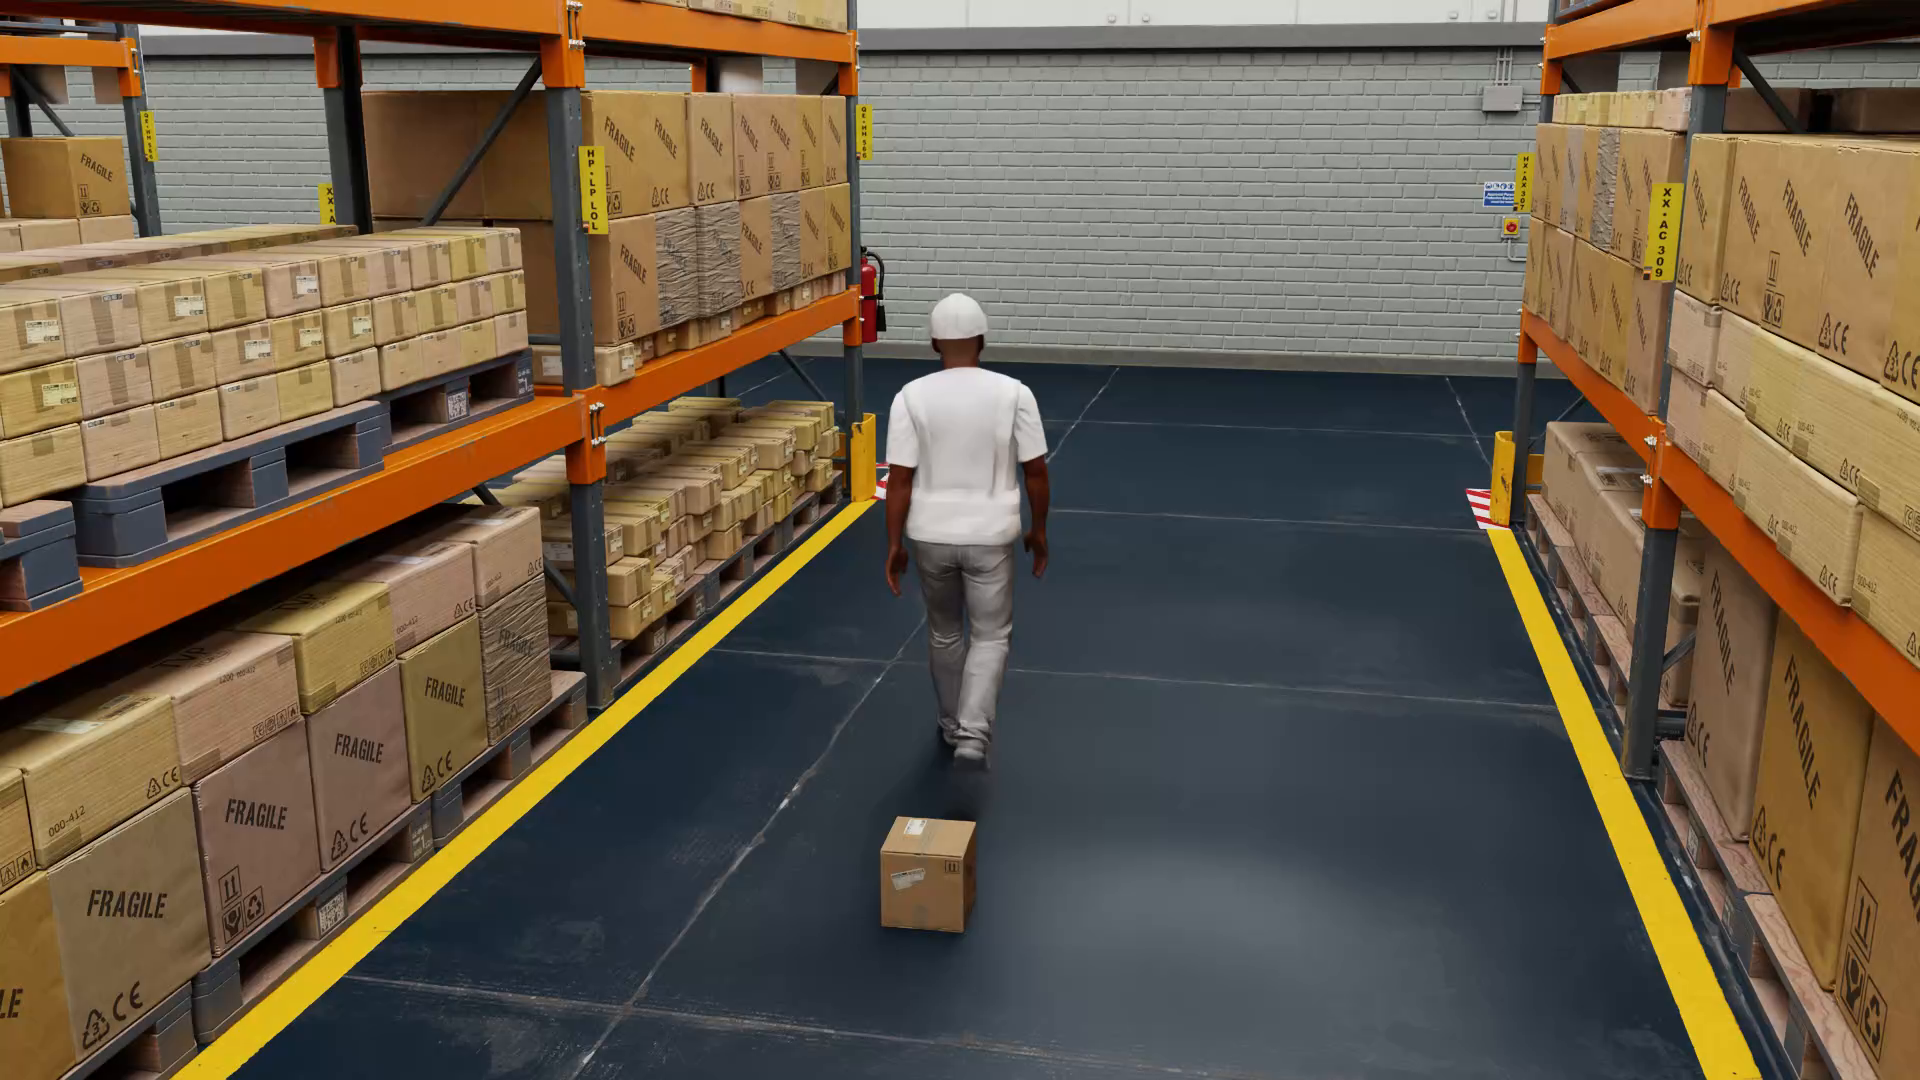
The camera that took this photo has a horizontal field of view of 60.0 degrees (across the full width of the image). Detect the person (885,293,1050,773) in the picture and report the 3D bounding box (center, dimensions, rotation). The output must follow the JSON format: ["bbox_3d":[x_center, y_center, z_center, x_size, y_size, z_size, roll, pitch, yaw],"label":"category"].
[{"bbox_3d":[0.026,-0.003,5.980,0.586,1.738,0.949,1,15,5],"label":"person"}]
